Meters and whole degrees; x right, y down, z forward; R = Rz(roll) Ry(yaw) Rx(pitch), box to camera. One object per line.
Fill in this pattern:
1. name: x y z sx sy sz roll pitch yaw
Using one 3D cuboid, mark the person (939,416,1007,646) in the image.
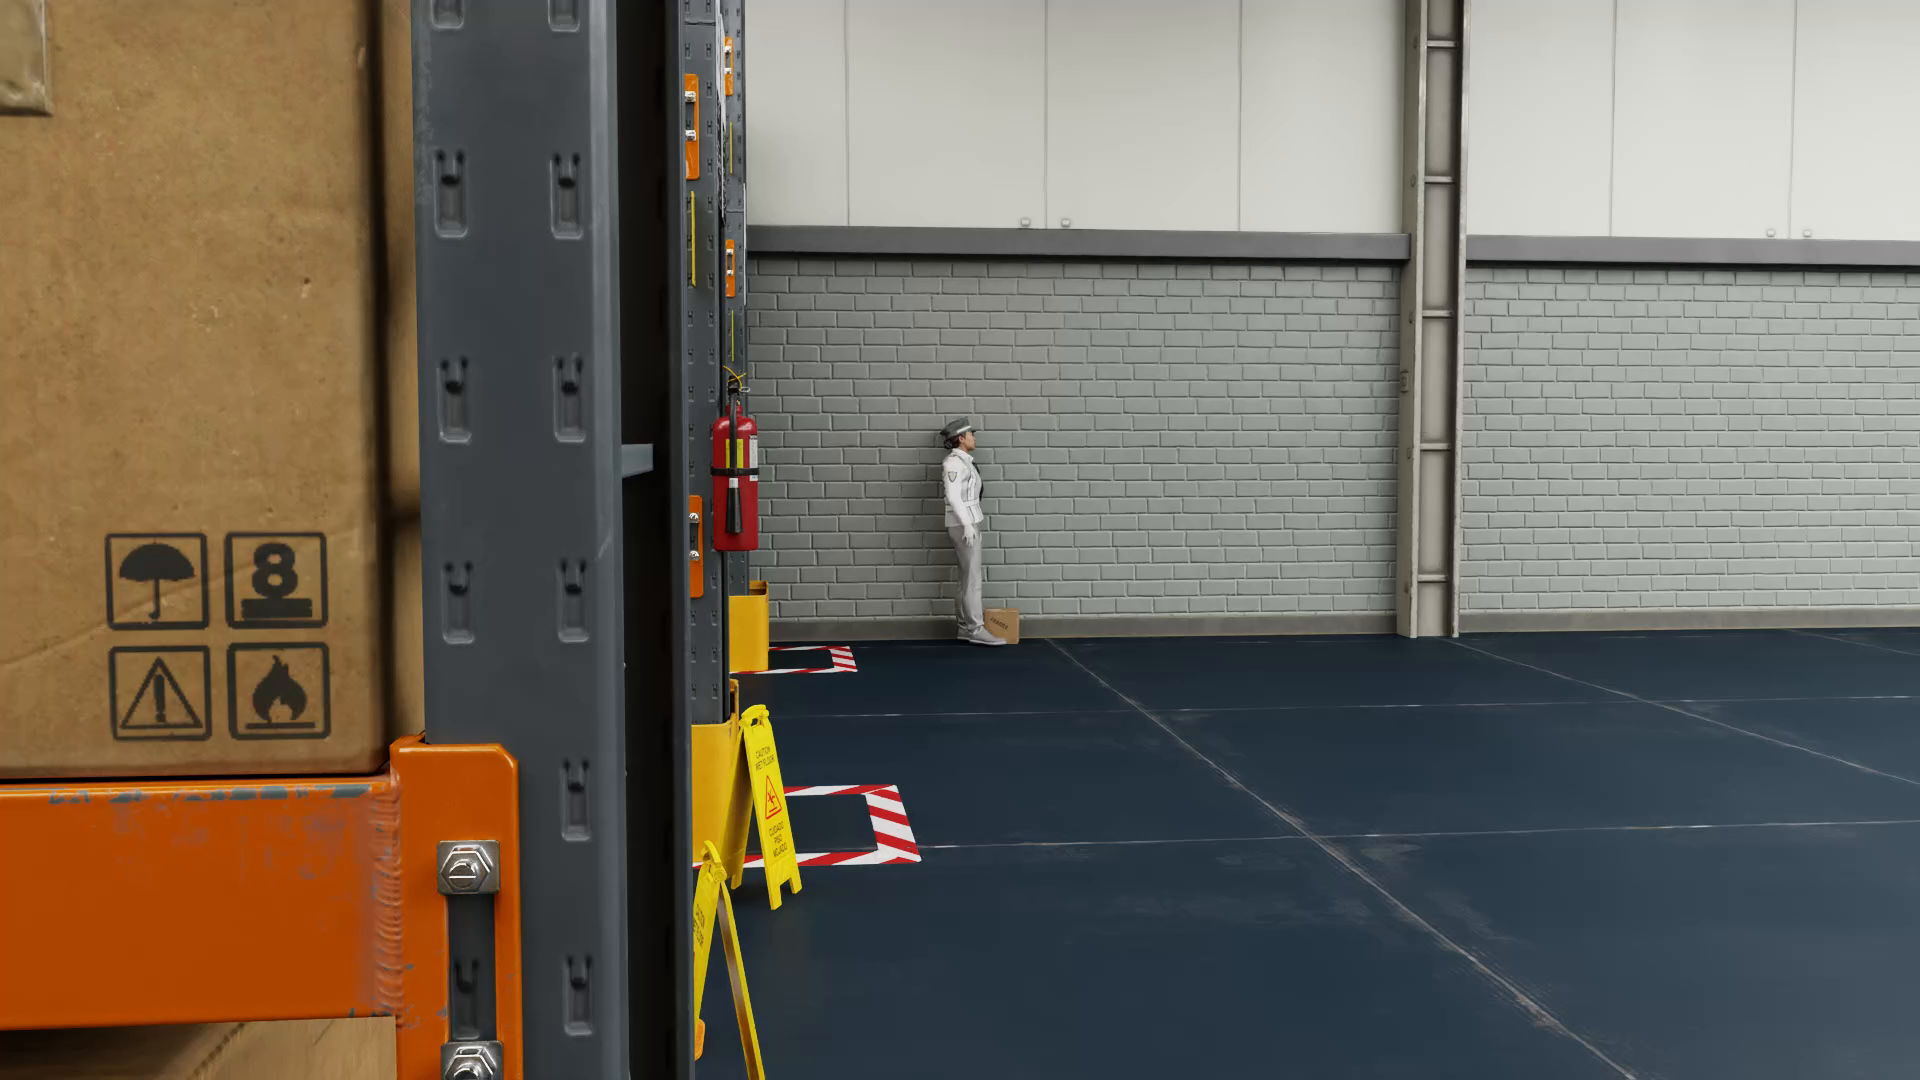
1. person: 0.106 -0.083 12.480 0.533 1.695 0.586 0 4 7
